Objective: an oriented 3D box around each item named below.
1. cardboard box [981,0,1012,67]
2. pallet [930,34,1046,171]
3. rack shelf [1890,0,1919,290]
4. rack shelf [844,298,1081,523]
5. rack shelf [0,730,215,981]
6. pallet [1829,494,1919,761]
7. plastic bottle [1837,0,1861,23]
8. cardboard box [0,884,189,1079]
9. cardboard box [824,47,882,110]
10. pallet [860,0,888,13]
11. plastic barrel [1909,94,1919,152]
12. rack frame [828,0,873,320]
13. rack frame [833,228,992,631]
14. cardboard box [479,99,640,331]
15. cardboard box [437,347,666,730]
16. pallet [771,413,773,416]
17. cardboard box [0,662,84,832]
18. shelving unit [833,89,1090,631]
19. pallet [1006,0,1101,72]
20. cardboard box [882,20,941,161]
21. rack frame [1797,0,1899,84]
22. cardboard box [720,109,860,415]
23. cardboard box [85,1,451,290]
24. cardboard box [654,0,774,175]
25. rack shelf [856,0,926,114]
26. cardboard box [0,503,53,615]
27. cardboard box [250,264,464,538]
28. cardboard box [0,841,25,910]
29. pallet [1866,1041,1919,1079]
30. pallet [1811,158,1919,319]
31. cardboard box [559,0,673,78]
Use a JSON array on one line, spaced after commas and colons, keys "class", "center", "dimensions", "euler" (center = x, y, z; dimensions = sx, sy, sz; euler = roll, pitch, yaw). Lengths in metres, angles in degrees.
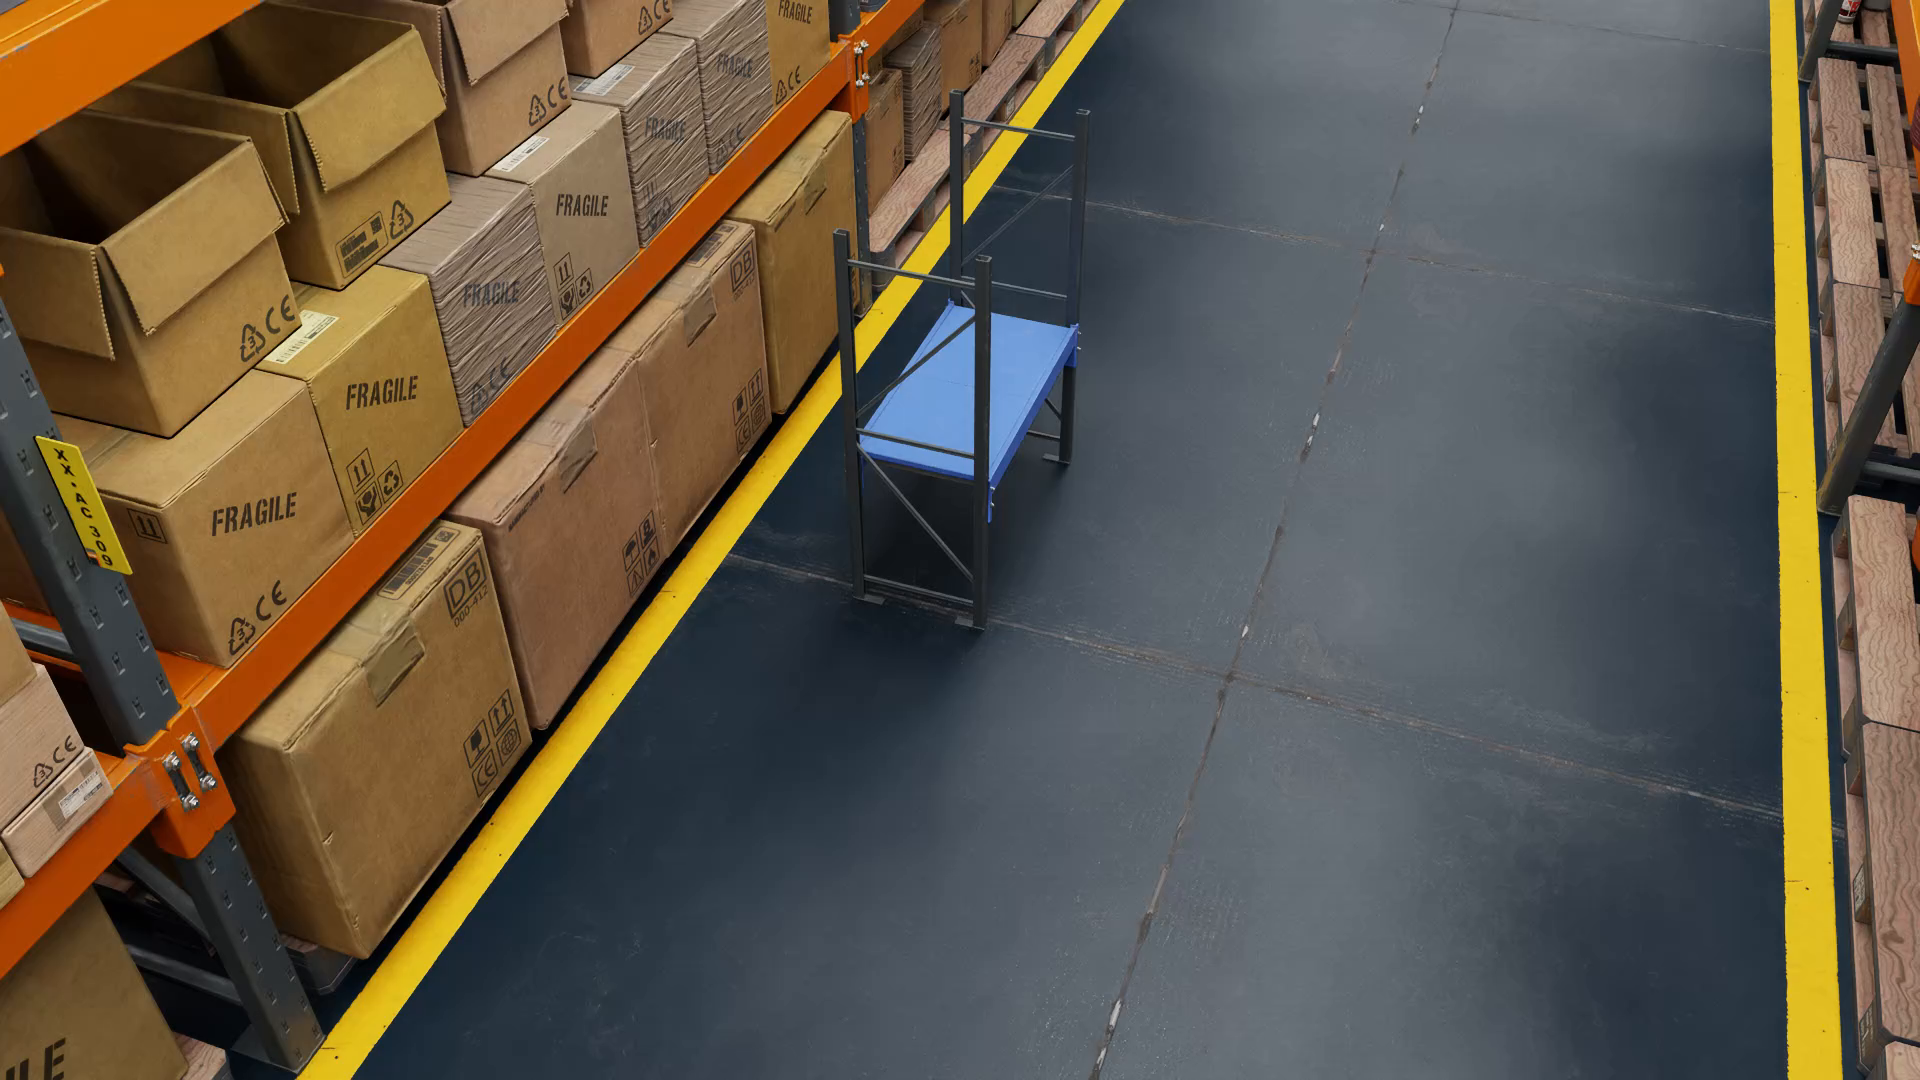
[{"class": "cardboard box", "center": [-0.117, -2.925, 8.955], "dimensions": [0.700, 0.500, 0.500], "euler": [10, 41, 11]}, {"class": "pallet", "center": [-0.196, -2.424, 8.929], "dimensions": [1.003, 0.211, 1.213], "euler": [13, 42, 15]}, {"class": "rack shelf", "center": [4.455, -2.114, 6.971], "dimensions": [1.077, 0.370, 4.000], "euler": [13, 42, 15]}, {"class": "rack shelf", "center": [0.029, -0.486, 5.941], "dimensions": [0.538, 0.185, 1.000], "euler": [13, 42, 15]}, {"class": "rack shelf", "center": [-2.935, 1.666, 2.540], "dimensions": [1.077, 0.370, 4.000], "euler": [13, 42, 15]}, {"class": "pallet", "center": [3.541, 0.383, 5.638], "dimensions": [1.003, 0.211, 1.213], "euler": [13, 42, 15]}, {"class": "plastic bottle", "center": [4.970, -3.001, 9.273], "dimensions": [0.097, 0.201, 0.097], "euler": [0, 40, 0]}, {"class": "cardboard box", "center": [-2.552, 1.206, 3.839], "dimensions": [0.875, 0.875, 0.875], "euler": [13, 42, 15]}, {"class": "cardboard box", "center": [-0.682, -2.184, 7.508], "dimensions": [0.500, 0.250, 0.500], "euler": [15, 43, 17]}, {"class": "pallet", "center": [-0.740, -2.652, 7.195], "dimensions": [1.213, 0.211, 1.003], "euler": [13, 42, 15]}, {"class": "plastic barrel", "center": [3.645, -1.570, 5.674], "dimensions": [0.600, 0.536, 0.708], "euler": [13, 42, 15]}, {"class": "rack frame", "center": [-0.883, -2.267, 6.596], "dimensions": [1.000, 3.000, 0.127], "euler": [13, 42, 15]}, {"class": "rack frame", "center": [-0.145, -0.313, 5.461], "dimensions": [0.500, 1.500, 0.032], "euler": [13, 42, 15]}, {"class": "cardboard box", "center": [-1.345, -1.019, 5.056], "dimensions": [0.500, 0.500, 0.500], "euler": [14, 42, 16]}, {"class": "cardboard box", "center": [-1.746, -0.119, 5.392], "dimensions": [1.225, 0.875, 0.875], "euler": [12, 42, 14]}, {"class": "pallet", "center": [-1.224, -0.742, 6.957], "dimensions": [1.003, 0.211, 1.213], "euler": [13, 42, 15]}, {"class": "cardboard box", "center": [-2.155, 0.444, 3.305], "dimensions": [0.500, 0.250, 0.500], "euler": [13, 42, 14]}, {"class": "shelving unit", "center": [0.029, -0.623, 5.824], "dimensions": [0.538, 1.500, 1.048], "euler": [13, 42, 15]}, {"class": "pallet", "center": [0.220, -3.171, 9.804], "dimensions": [1.003, 0.211, 1.213], "euler": [13, 42, 15]}, {"class": "cardboard box", "center": [-0.495, -2.238, 8.149], "dimensions": [0.700, 0.500, 0.500], "euler": [10, 41, 12]}, {"class": "rack frame", "center": [5.139, -3.607, 8.167], "dimensions": [1.000, 3.000, 0.127], "euler": [13, 42, 15]}, {"class": "cardboard box", "center": [-1.139, -1.202, 6.661], "dimensions": [1.225, 0.875, 0.875], "euler": [11, 42, 13]}, {"class": "cardboard box", "center": [-1.795, -1.054, 4.325], "dimensions": [0.797, 0.503, 0.637], "euler": [14, 42, 16]}, {"class": "cardboard box", "center": [-0.995, -1.646, 5.791], "dimensions": [0.500, 0.500, 0.500], "euler": [13, 42, 15]}, {"class": "rack shelf", "center": [-0.199, -3.213, 8.259], "dimensions": [1.077, 0.370, 4.000], "euler": [13, 42, 15]}, {"class": "cardboard box", "center": [-2.348, -0.211, 4.109], "dimensions": [0.500, 0.500, 0.500], "euler": [13, 42, 15]}, {"class": "cardboard box", "center": [-1.688, -0.397, 4.327], "dimensions": [0.500, 0.500, 0.500], "euler": [13, 42, 15]}, {"class": "cardboard box", "center": [-2.135, 0.684, 3.330], "dimensions": [0.380, 0.149, 0.250], "euler": [14, 42, 16]}, {"class": "pallet", "center": [2.706, 1.871, 3.894], "dimensions": [1.003, 0.211, 1.213], "euler": [13, 42, 15]}, {"class": "pallet", "center": [4.491, -1.312, 7.626], "dimensions": [1.003, 0.211, 1.213], "euler": [13, 42, 15]}, {"class": "cardboard box", "center": [-1.374, -1.847, 5.254], "dimensions": [0.797, 0.503, 0.637], "euler": [14, 42, 16]}]
